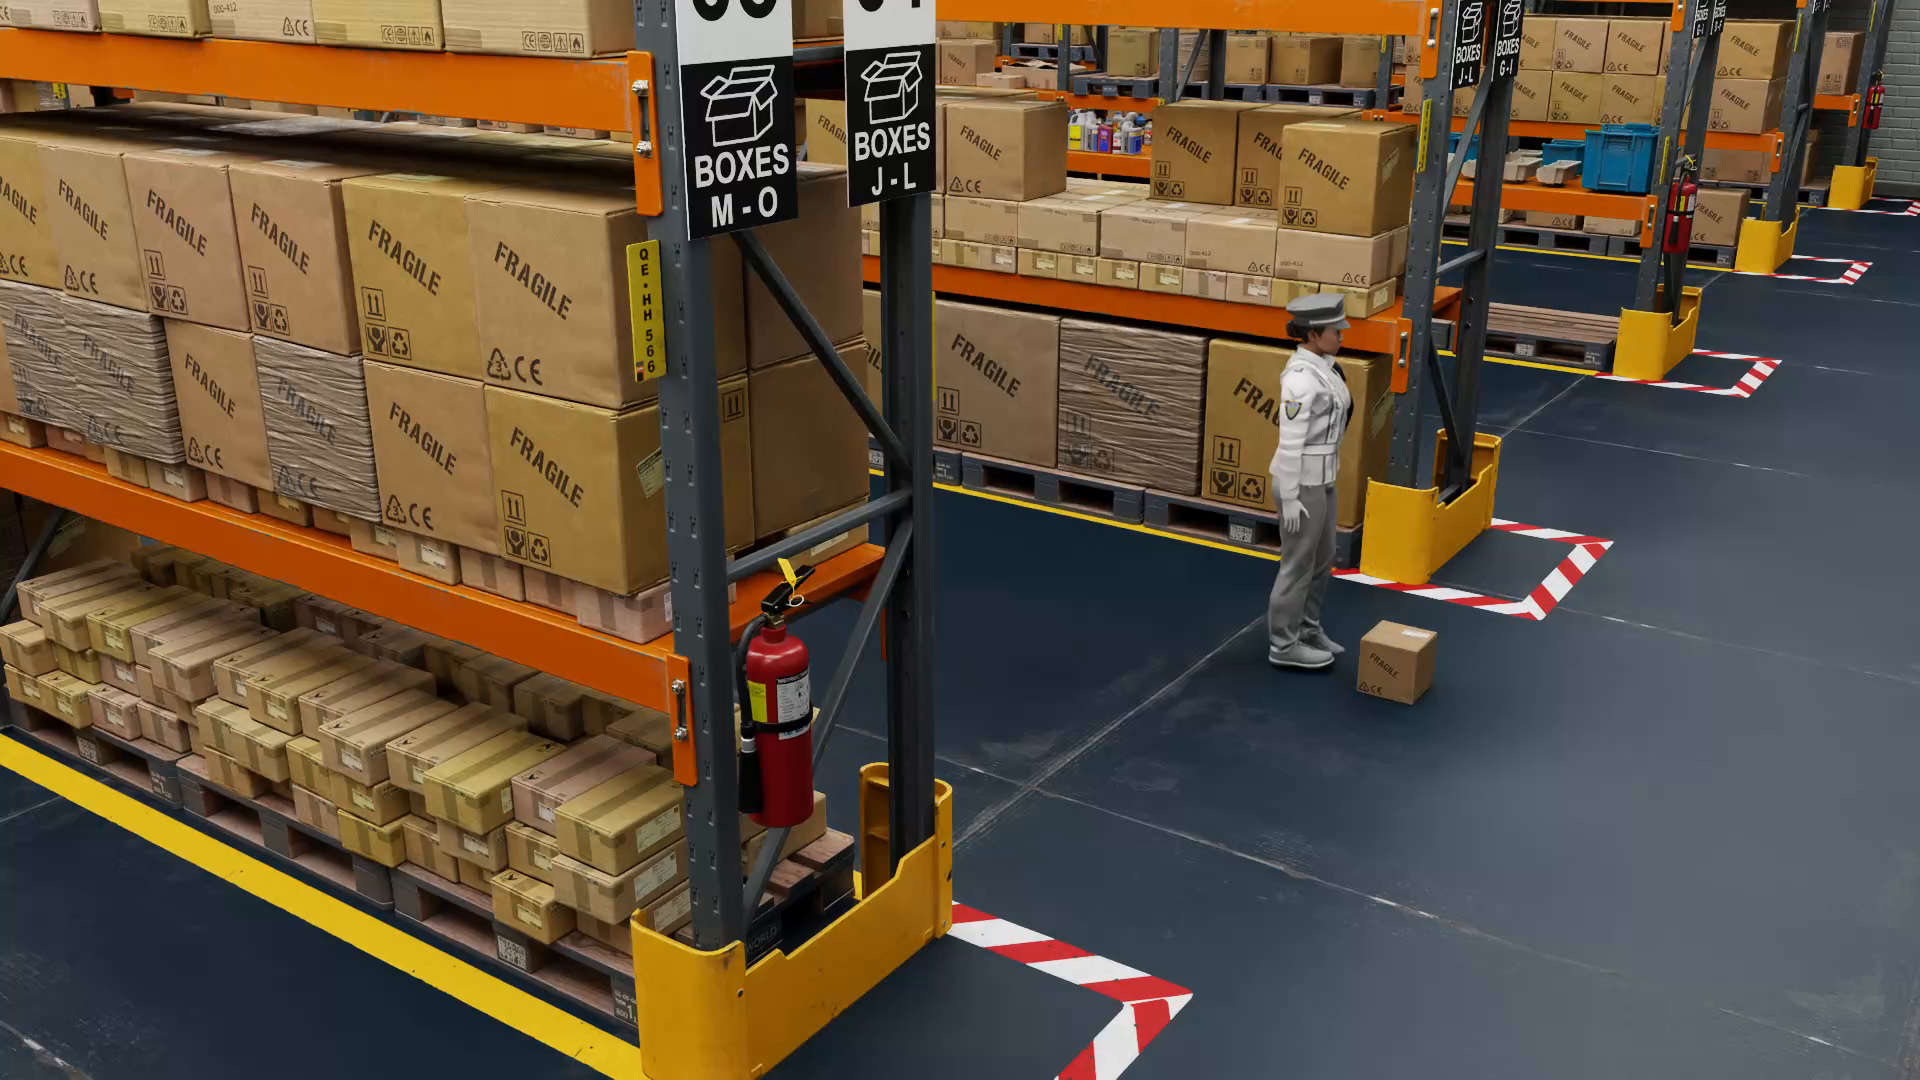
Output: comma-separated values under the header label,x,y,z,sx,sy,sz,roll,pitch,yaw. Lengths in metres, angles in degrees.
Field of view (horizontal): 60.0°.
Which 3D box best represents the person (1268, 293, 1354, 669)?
label,x,y,z,sx,sy,sz,roll,pitch,yaw
person,1.528,-0.218,7.202,0.377,1.727,0.520,6,21,17
